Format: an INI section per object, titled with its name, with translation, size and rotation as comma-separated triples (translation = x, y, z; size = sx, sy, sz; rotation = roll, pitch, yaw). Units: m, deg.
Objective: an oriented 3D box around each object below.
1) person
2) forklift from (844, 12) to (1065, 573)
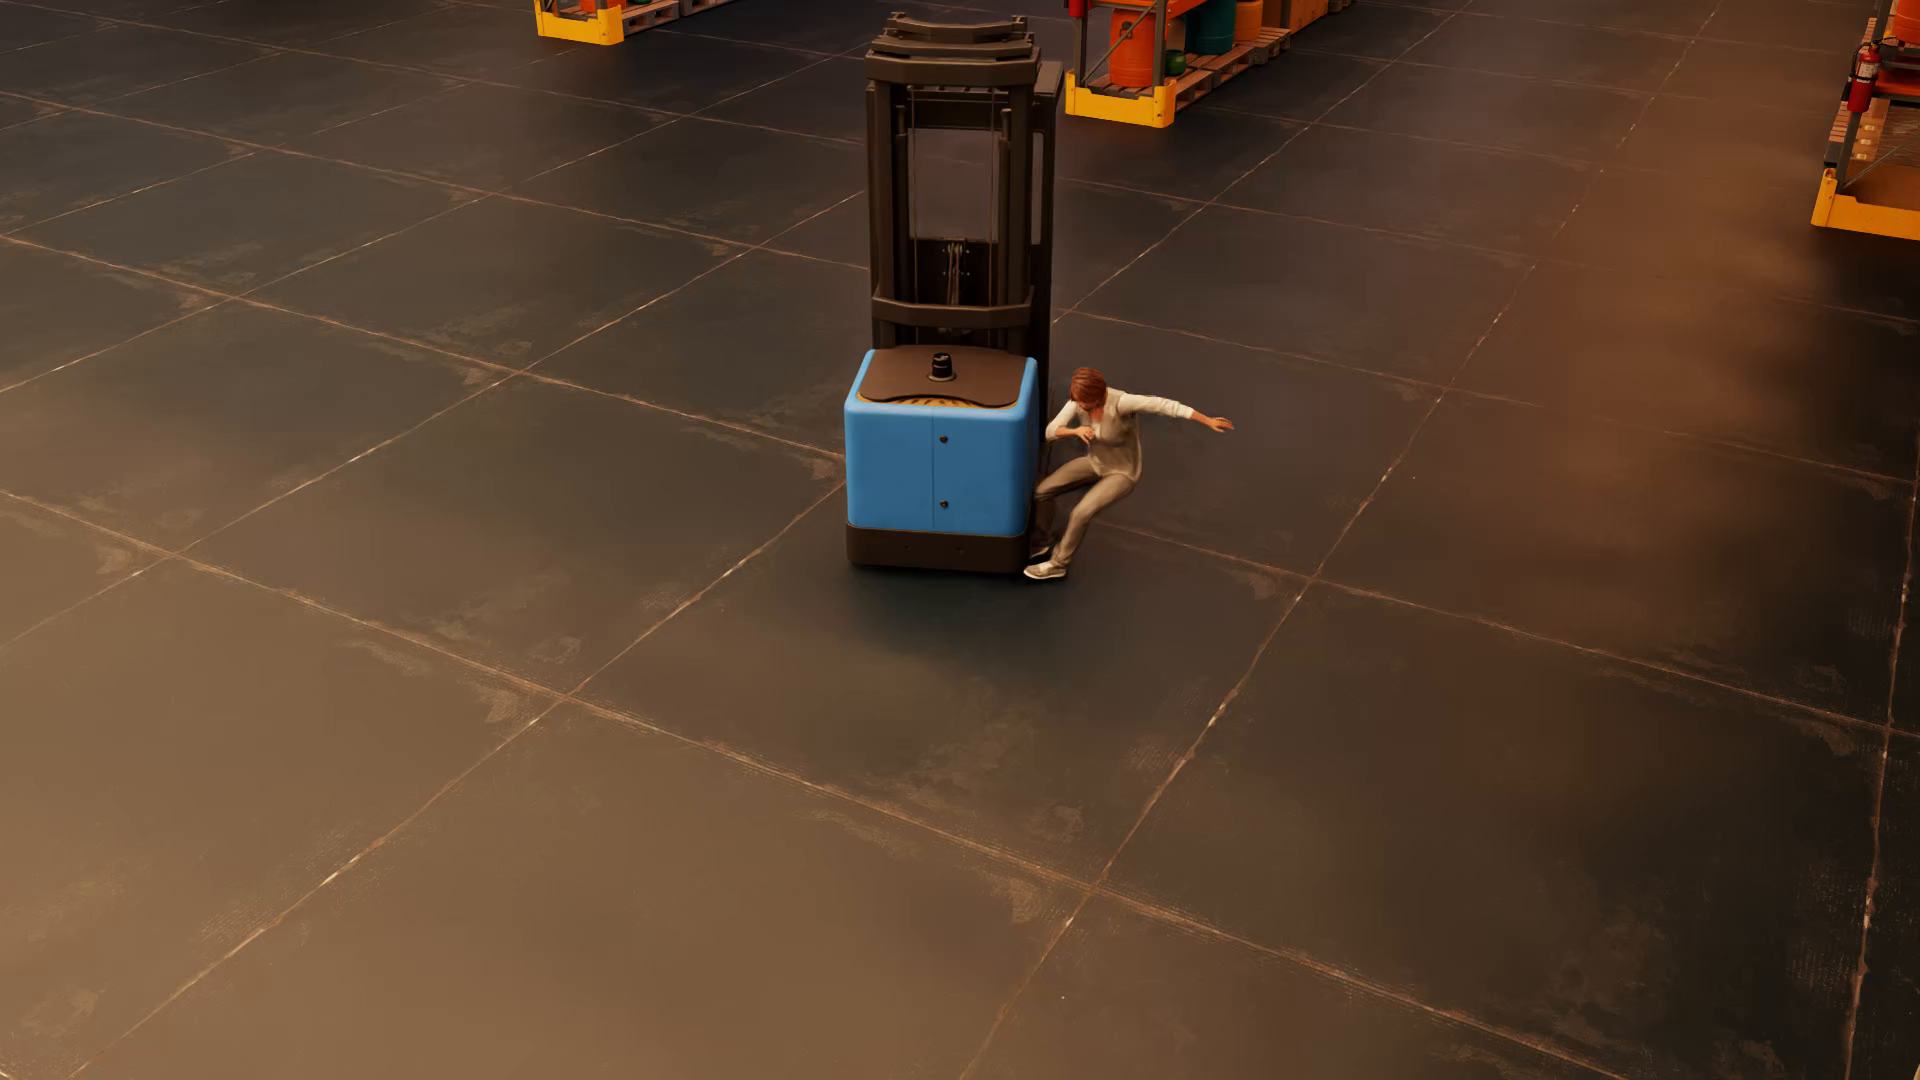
[person]
translation = 0.840, -0.327, 9.340
size = 1.127, 1.286, 0.747
rotation = 22, 37, 33
[forklift]
translation = 0.036, -1.792, 10.175
size = 1.130, 2.935, 3.031
rotation = 4, 30, 6
